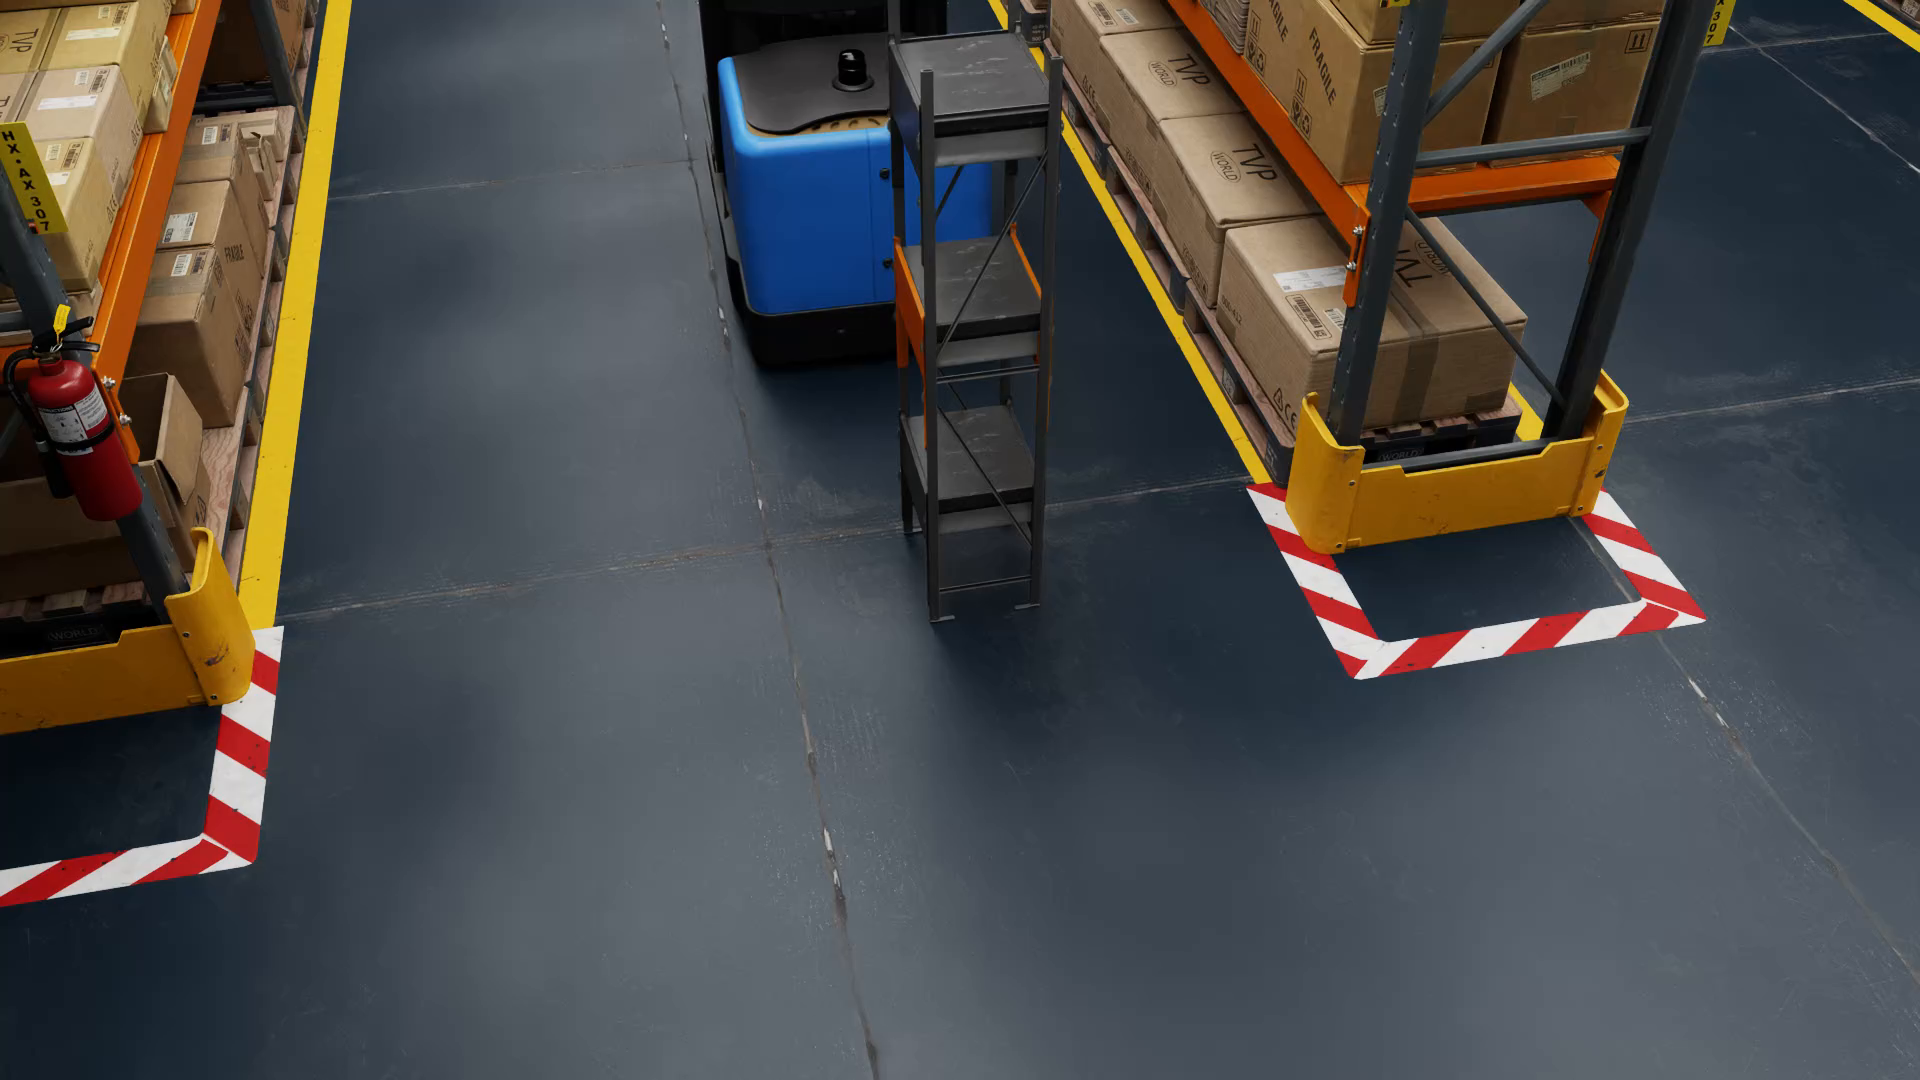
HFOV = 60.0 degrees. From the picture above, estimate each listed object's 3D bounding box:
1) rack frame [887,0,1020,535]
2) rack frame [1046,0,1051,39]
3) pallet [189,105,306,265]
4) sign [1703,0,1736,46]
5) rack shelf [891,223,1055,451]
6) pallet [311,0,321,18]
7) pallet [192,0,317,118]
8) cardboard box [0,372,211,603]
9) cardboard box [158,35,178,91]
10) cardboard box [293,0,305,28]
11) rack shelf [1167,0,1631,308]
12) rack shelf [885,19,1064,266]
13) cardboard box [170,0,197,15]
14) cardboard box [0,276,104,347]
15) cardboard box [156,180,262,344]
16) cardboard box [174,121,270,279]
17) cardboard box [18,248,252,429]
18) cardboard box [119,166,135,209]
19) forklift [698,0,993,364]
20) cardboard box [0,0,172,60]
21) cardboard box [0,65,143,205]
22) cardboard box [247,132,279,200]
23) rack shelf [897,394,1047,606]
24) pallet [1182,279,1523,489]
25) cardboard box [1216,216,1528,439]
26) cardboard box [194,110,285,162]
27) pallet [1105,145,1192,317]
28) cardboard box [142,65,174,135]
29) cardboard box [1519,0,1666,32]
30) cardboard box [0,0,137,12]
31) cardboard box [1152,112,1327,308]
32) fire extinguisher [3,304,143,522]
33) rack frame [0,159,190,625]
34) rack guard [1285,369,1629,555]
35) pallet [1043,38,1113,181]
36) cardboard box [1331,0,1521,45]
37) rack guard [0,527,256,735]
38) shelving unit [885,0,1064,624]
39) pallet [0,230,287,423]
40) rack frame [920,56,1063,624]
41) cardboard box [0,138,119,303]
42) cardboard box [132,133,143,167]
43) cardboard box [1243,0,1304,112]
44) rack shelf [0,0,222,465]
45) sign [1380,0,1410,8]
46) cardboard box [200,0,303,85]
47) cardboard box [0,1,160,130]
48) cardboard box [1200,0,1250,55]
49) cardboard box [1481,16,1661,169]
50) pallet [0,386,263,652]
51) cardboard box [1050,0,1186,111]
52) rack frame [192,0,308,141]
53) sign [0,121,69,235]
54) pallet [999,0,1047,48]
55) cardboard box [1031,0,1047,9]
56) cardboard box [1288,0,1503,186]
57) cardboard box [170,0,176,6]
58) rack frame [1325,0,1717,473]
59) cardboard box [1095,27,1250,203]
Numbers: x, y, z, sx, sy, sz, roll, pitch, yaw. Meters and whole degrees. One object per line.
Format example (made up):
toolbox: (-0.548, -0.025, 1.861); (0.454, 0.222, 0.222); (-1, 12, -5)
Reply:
rack frame: (-0.017, -0.836, 5.610); (0.400, 2.100, 0.015); (-8, 42, -9)
rack frame: (0.976, -3.862, 8.341); (1.000, 3.000, 0.127); (-8, 42, -9)
pallet: (-3.722, -1.660, 7.962); (1.003, 0.211, 1.213); (-8, 42, -9)
sign: (2.383, -1.698, 5.192); (0.100, 0.325, 0.005); (-8, 42, -9)
rack shelf: (0.036, -0.668, 5.441); (0.431, 0.518, 0.480); (-8, 42, -9)
pallet: (-4.349, -3.420, 9.944); (1.003, 0.211, 1.213); (-8, 42, -9)
pallet: (-4.082, -2.627, 9.051); (1.003, 0.211, 1.213); (-8, 42, -9)
cardboard box: (-3.046, -0.189, 5.768); (0.797, 0.503, 0.637); (-10, 43, -11)
cardboard box: (-3.116, -1.724, 6.122); (0.380, 0.149, 0.250); (-7, 42, -8)
cardboard box: (-3.879, -3.060, 9.005); (0.500, 0.500, 0.500); (-9, 42, -10)
rack shelf: (1.408, -2.297, 7.120); (1.077, 0.370, 4.000); (-8, 42, -9)
rack shelf: (0.036, -1.191, 4.976); (0.431, 0.518, 0.480); (-8, 42, -9)
cardboard box: (-3.285, -2.218, 6.678); (0.380, 0.149, 0.250); (-9, 42, -10)
cardboard box: (-2.809, -0.714, 4.984); (0.380, 0.149, 0.250); (-9, 42, -10)
cardboard box: (-3.209, -1.105, 6.802); (0.500, 0.500, 0.500); (-8, 42, -8)
cardboard box: (-3.416, -1.421, 7.157); (0.700, 0.500, 0.500); (-10, 43, -11)
cardboard box: (-3.192, -0.748, 6.399); (0.700, 0.500, 0.500); (-7, 42, -8)
cardboard box: (-2.995, -1.210, 5.543); (0.380, 0.149, 0.250); (-7, 42, -8)
forklift: (-0.649, -2.823, 7.222); (1.130, 2.935, 3.031); (-8, 42, -9)
cardboard box: (-3.194, -1.927, 6.050); (0.500, 0.250, 0.500); (-9, 42, -10)
cardboard box: (-2.950, -1.270, 5.311); (0.500, 0.250, 0.500); (-8, 42, -9)
cardboard box: (-3.386, -1.733, 7.686); (0.396, 0.266, 0.258); (-7, 42, -8)
rack shelf: (0.036, -0.144, 5.906); (0.431, 0.518, 0.480); (-8, 42, -9)
pallet: (1.591, -0.734, 6.917); (1.003, 0.211, 1.213); (-8, 42, -9)
cardboard box: (1.599, -0.882, 6.597); (0.875, 0.438, 0.875); (-10, 43, -11)
cardboard box: (-3.463, -1.920, 7.985); (0.380, 0.149, 0.250); (-10, 42, -11)
pallet: (1.331, -1.523, 7.807); (1.003, 0.211, 1.213); (-8, 42, -9)
cardboard box: (-3.039, -1.556, 5.933); (0.380, 0.149, 0.250); (-9, 42, -11)
cardboard box: (2.014, -2.033, 5.452); (0.500, 0.500, 0.500); (-9, 42, -10)
cardboard box: (-3.165, -2.196, 5.789); (0.500, 0.500, 0.500); (-7, 42, -8)
cardboard box: (1.394, -1.474, 7.264); (0.875, 0.438, 0.875); (-7, 42, -8)
fire extinguisher: (-2.523, -0.358, 4.733); (0.296, 0.674, 0.183); (-8, 42, -9)
rack frame: (-3.006, -0.556, 4.617); (1.000, 3.000, 0.127); (-8, 42, -9)
rack guard: (1.845, -0.319, 6.233); (1.175, 0.500, 0.348); (-8, 42, -9)
pallet: (1.064, -2.315, 8.699); (1.003, 0.211, 1.213); (-8, 42, -9)
cardboard box: (1.503, -1.959, 5.369); (0.500, 0.500, 0.500); (-7, 42, -8)
rack guard: (-3.023, 0.330, 5.502); (1.175, 0.500, 0.348); (-8, 42, -9)
shelving unit: (0.036, -0.678, 5.432); (0.431, 2.100, 0.503); (-8, 42, -9)
pallet: (-3.456, -0.868, 7.069); (1.003, 0.211, 1.213); (-8, 42, -9)
rack frame: (0.088, -0.520, 5.254); (0.400, 2.100, 0.015); (-8, 42, -9)
cardboard box: (-2.841, -0.944, 4.942); (0.500, 0.250, 0.500); (-8, 42, -9)
cardboard box: (-3.058, -1.382, 5.736); (0.380, 0.149, 0.250); (-8, 42, -9)
cardboard box: (1.383, -1.909, 6.066); (0.500, 0.500, 0.500); (-9, 42, -10)
rack shelf: (-3.438, -1.583, 6.316); (1.077, 0.370, 4.000); (-8, 42, -9)
sign: (1.307, -1.722, 4.880); (0.100, 0.325, 0.005); (-8, 42, -9)
cardboard box: (-3.754, -2.717, 8.617); (0.500, 0.500, 0.500); (-7, 42, -7)
cardboard box: (-3.063, -1.598, 5.680); (0.500, 0.250, 0.500); (-9, 42, -10)
cardboard box: (1.263, -2.241, 6.440); (0.500, 0.500, 0.500); (-7, 42, -8)
cardboard box: (2.016, -1.659, 5.784); (0.500, 0.500, 0.500); (-9, 42, -10)
pallet: (-3.196, -0.079, 6.180); (1.003, 0.211, 1.213); (-8, 42, -9)
cardboard box: (1.007, -2.639, 8.577); (0.875, 0.438, 0.875); (-9, 42, -10)
rack frame: (-3.870, -3.149, 7.537); (1.000, 3.000, 0.127); (-8, 42, -9)
sign: (-2.477, -0.957, 4.417); (0.100, 0.325, 0.005); (-8, 42, -9)
pallet: (0.736, -3.309, 9.818); (1.003, 0.211, 1.213); (-8, 42, -9)
cardboard box: (0.764, -3.615, 9.347); (0.875, 0.875, 0.875); (-7, 42, -8)
cardboard box: (1.477, -1.582, 5.697); (0.500, 0.500, 0.500); (-8, 42, -9)
cardboard box: (-3.304, -2.261, 6.426); (0.500, 0.250, 0.500); (-9, 42, -10)
rack frame: (1.839, -1.269, 5.420); (1.000, 3.000, 0.127); (-8, 42, -9)
cardboard box: (1.201, -2.059, 7.923); (0.875, 0.438, 0.875); (-10, 42, -11)
